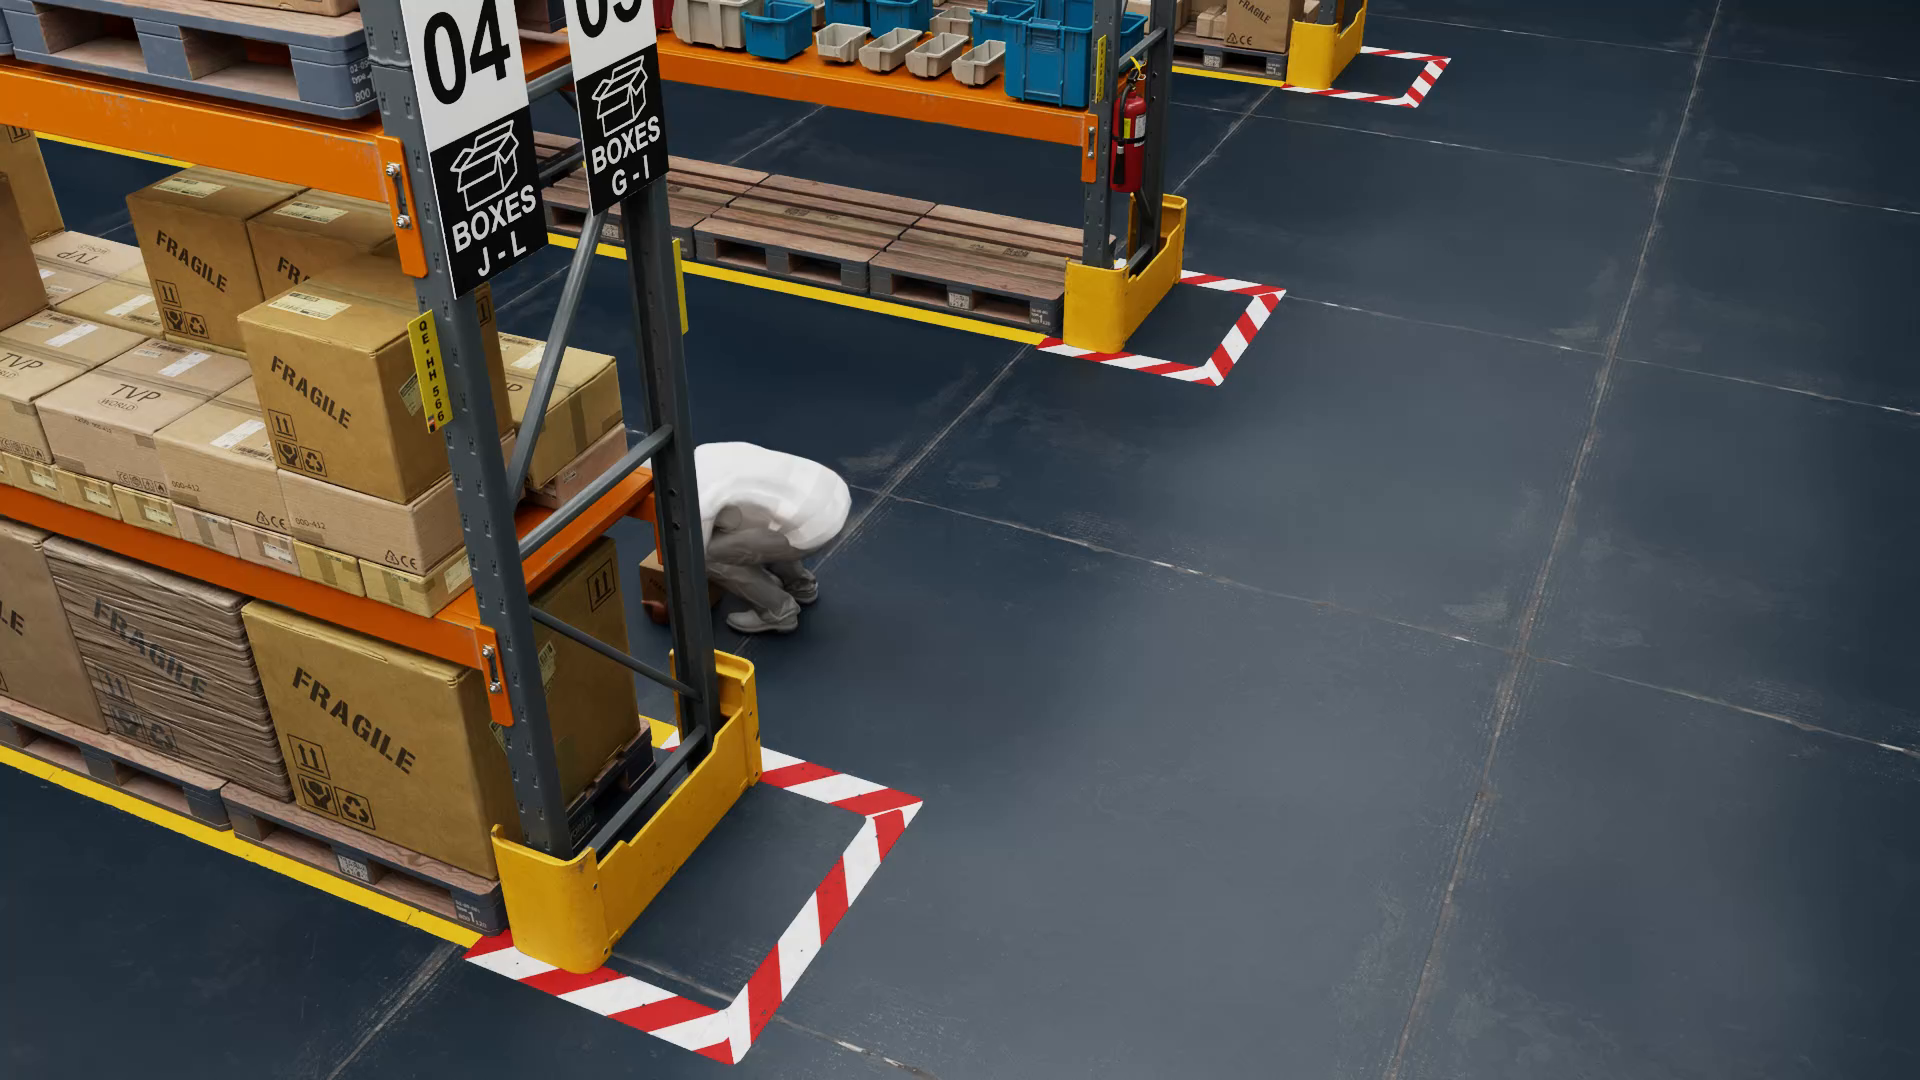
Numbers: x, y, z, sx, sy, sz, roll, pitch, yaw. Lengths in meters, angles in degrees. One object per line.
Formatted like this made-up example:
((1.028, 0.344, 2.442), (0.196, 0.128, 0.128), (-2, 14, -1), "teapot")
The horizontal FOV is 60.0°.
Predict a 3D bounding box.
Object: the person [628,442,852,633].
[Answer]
((-0.950, -0.009, 7.029), (0.966, 0.815, 0.525), (5, 34, 7), "person")
